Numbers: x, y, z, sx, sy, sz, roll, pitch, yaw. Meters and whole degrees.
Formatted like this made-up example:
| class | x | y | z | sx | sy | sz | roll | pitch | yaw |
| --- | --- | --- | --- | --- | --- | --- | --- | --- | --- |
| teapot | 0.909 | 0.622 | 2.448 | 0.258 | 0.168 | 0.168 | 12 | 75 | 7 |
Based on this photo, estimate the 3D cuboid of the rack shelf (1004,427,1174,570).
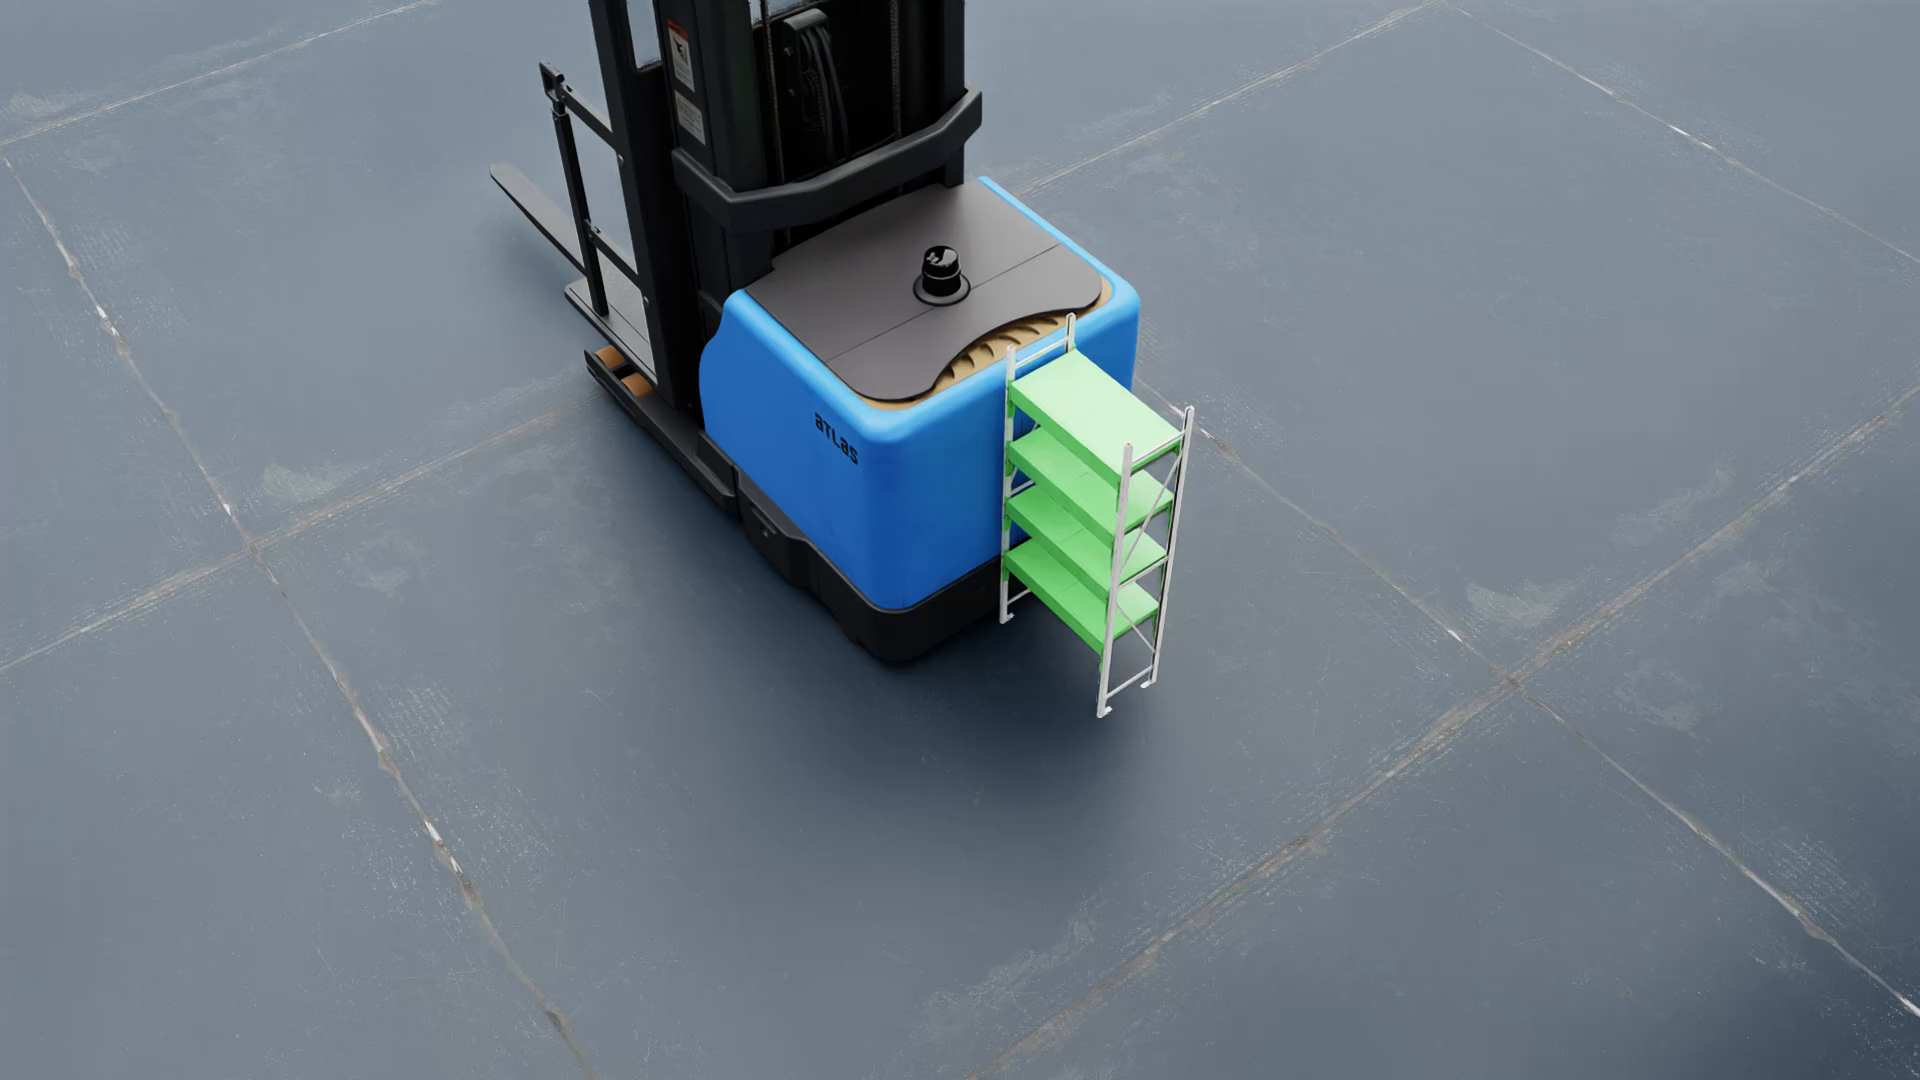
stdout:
| class | x | y | z | sx | sy | sz | roll | pitch | yaw |
| --- | --- | --- | --- | --- | --- | --- | --- | --- | --- |
| rack shelf | 0.379 | -0.159 | 4.847 | 0.258 | 0.148 | 0.480 | -30 | 54 | -24 |

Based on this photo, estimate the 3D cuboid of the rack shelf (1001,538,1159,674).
| class | x | y | z | sx | sy | sz | roll | pitch | yaw |
| --- | --- | --- | --- | --- | --- | --- | --- | --- | --- |
| rack shelf | 0.379 | 0.163 | 5.202 | 0.258 | 0.148 | 0.480 | -30 | 54 | -24 |

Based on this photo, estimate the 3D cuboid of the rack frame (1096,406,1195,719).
| class | x | y | z | sx | sy | sz | roll | pitch | yaw |
| --- | --- | --- | --- | --- | --- | --- | --- | --- | --- |
| rack frame | 0.529 | 0.102 | 4.848 | 0.240 | 1.200 | 0.015 | -30 | 54 | -24 |

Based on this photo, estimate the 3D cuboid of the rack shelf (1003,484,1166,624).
| class | x | y | z | sx | sy | sz | roll | pitch | yaw |
| --- | --- | --- | --- | --- | --- | --- | --- | --- | --- |
| rack shelf | 0.379 | 0.002 | 5.024 | 0.258 | 0.148 | 0.480 | -30 | 54 | -24 |

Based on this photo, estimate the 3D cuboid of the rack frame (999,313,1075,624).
| class | x | y | z | sx | sy | sz | roll | pitch | yaw |
| --- | --- | --- | --- | --- | --- | --- | --- | --- | --- |
| rack frame | 0.228 | -0.183 | 5.106 | 0.240 | 1.200 | 0.015 | -30 | 54 | -24 |

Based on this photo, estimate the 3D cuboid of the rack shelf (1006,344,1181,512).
| class | x | y | z | sx | sy | sz | roll | pitch | yaw |
| --- | --- | --- | --- | --- | --- | --- | --- | --- | --- |
| rack shelf | 0.379 | -0.320 | 4.669 | 0.258 | 0.148 | 0.480 | -30 | 54 | -24 |

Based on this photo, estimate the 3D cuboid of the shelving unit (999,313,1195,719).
| class | x | y | z | sx | sy | sz | roll | pitch | yaw |
| --- | --- | --- | --- | --- | --- | --- | --- | --- | --- |
| shelving unit | 0.379 | -0.041 | 4.977 | 0.258 | 1.200 | 0.503 | -30 | 54 | -24 |

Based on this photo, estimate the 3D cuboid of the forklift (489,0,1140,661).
| class | x | y | z | sx | sy | sz | roll | pitch | yaw |
| --- | --- | --- | --- | --- | --- | --- | --- | --- | --- |
| forklift | -0.743 | -1.640 | 5.259 | 1.130 | 2.935 | 3.031 | -30 | 54 | -24 |
